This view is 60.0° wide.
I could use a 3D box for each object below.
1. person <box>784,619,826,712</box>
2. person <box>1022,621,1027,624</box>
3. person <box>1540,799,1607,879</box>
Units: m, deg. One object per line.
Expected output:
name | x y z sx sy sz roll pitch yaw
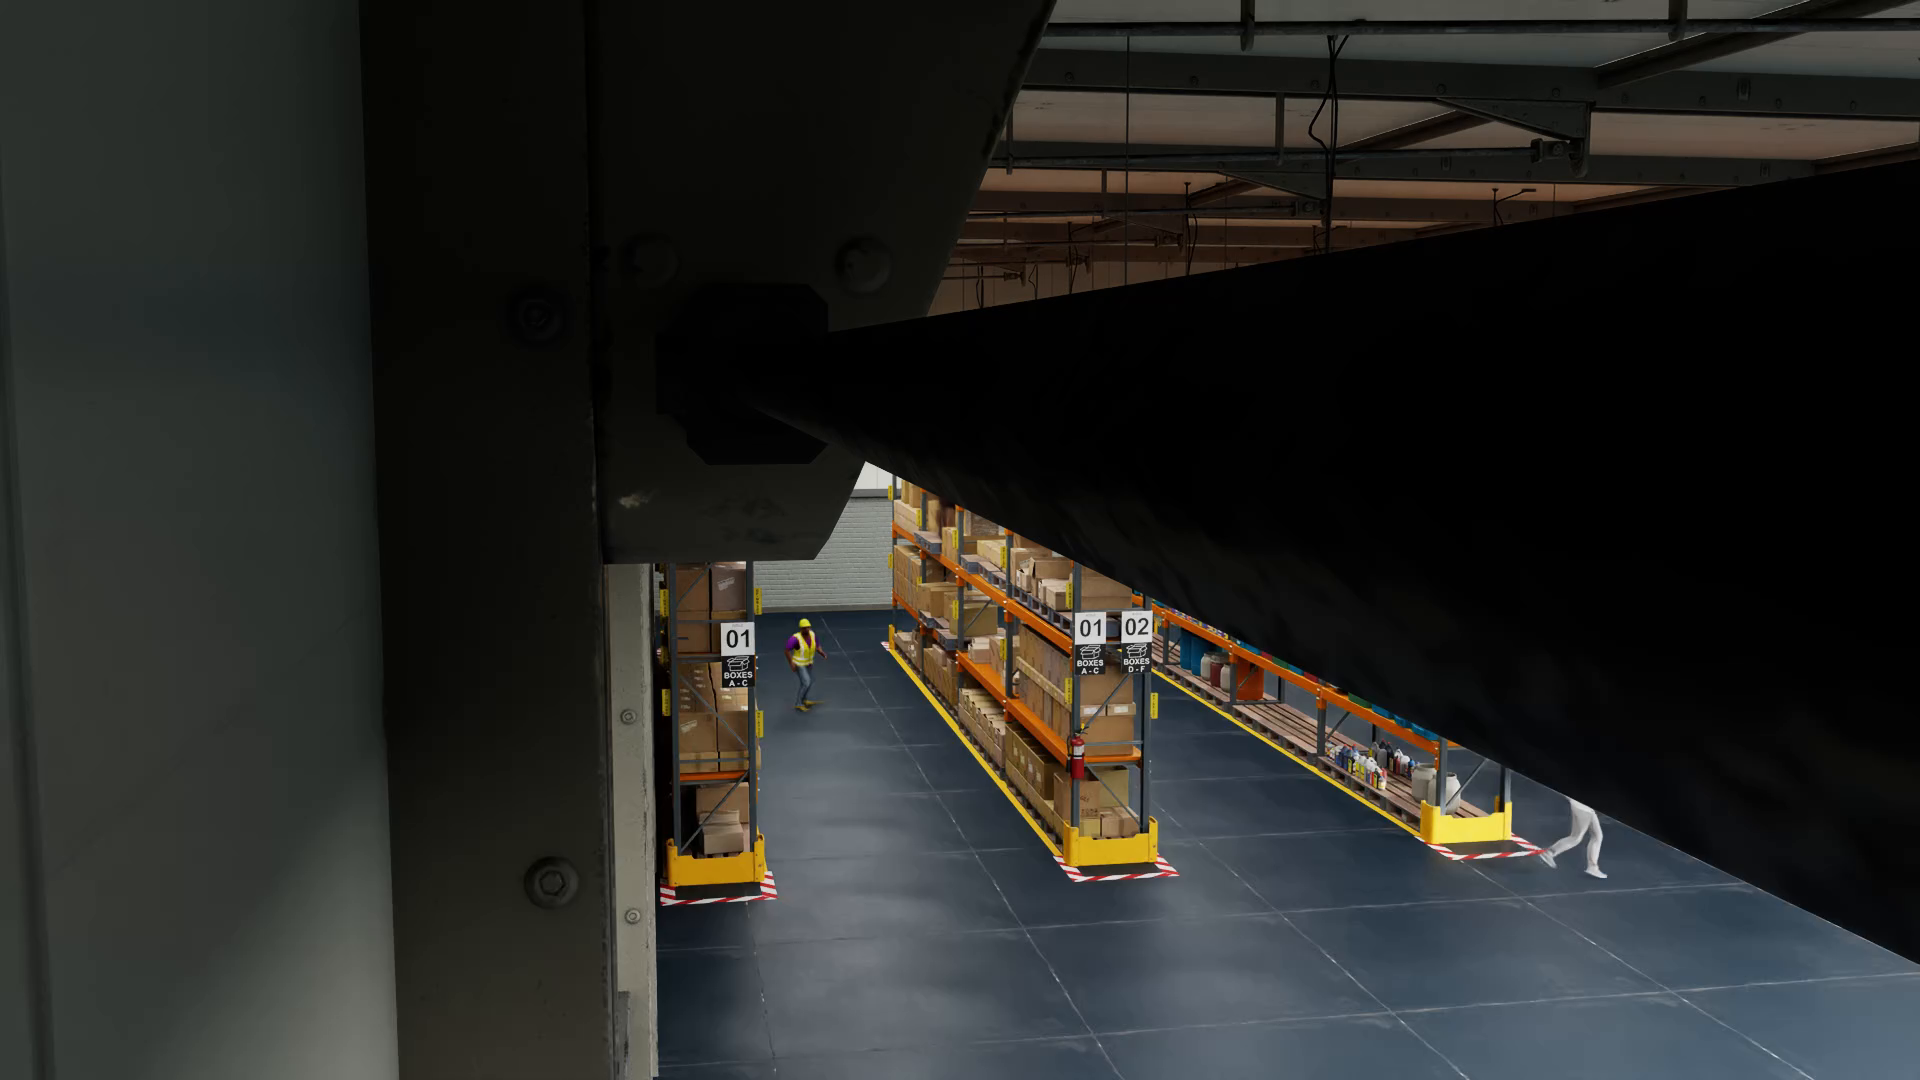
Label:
person | -2.787 2.250 30.151 0.801 1.702 0.705 4 8 35
person | 1.501 1.913 33.420 0.565 1.600 0.728 0 6 1
person | 7.542 3.316 20.352 0.792 1.664 0.578 1 6 11
